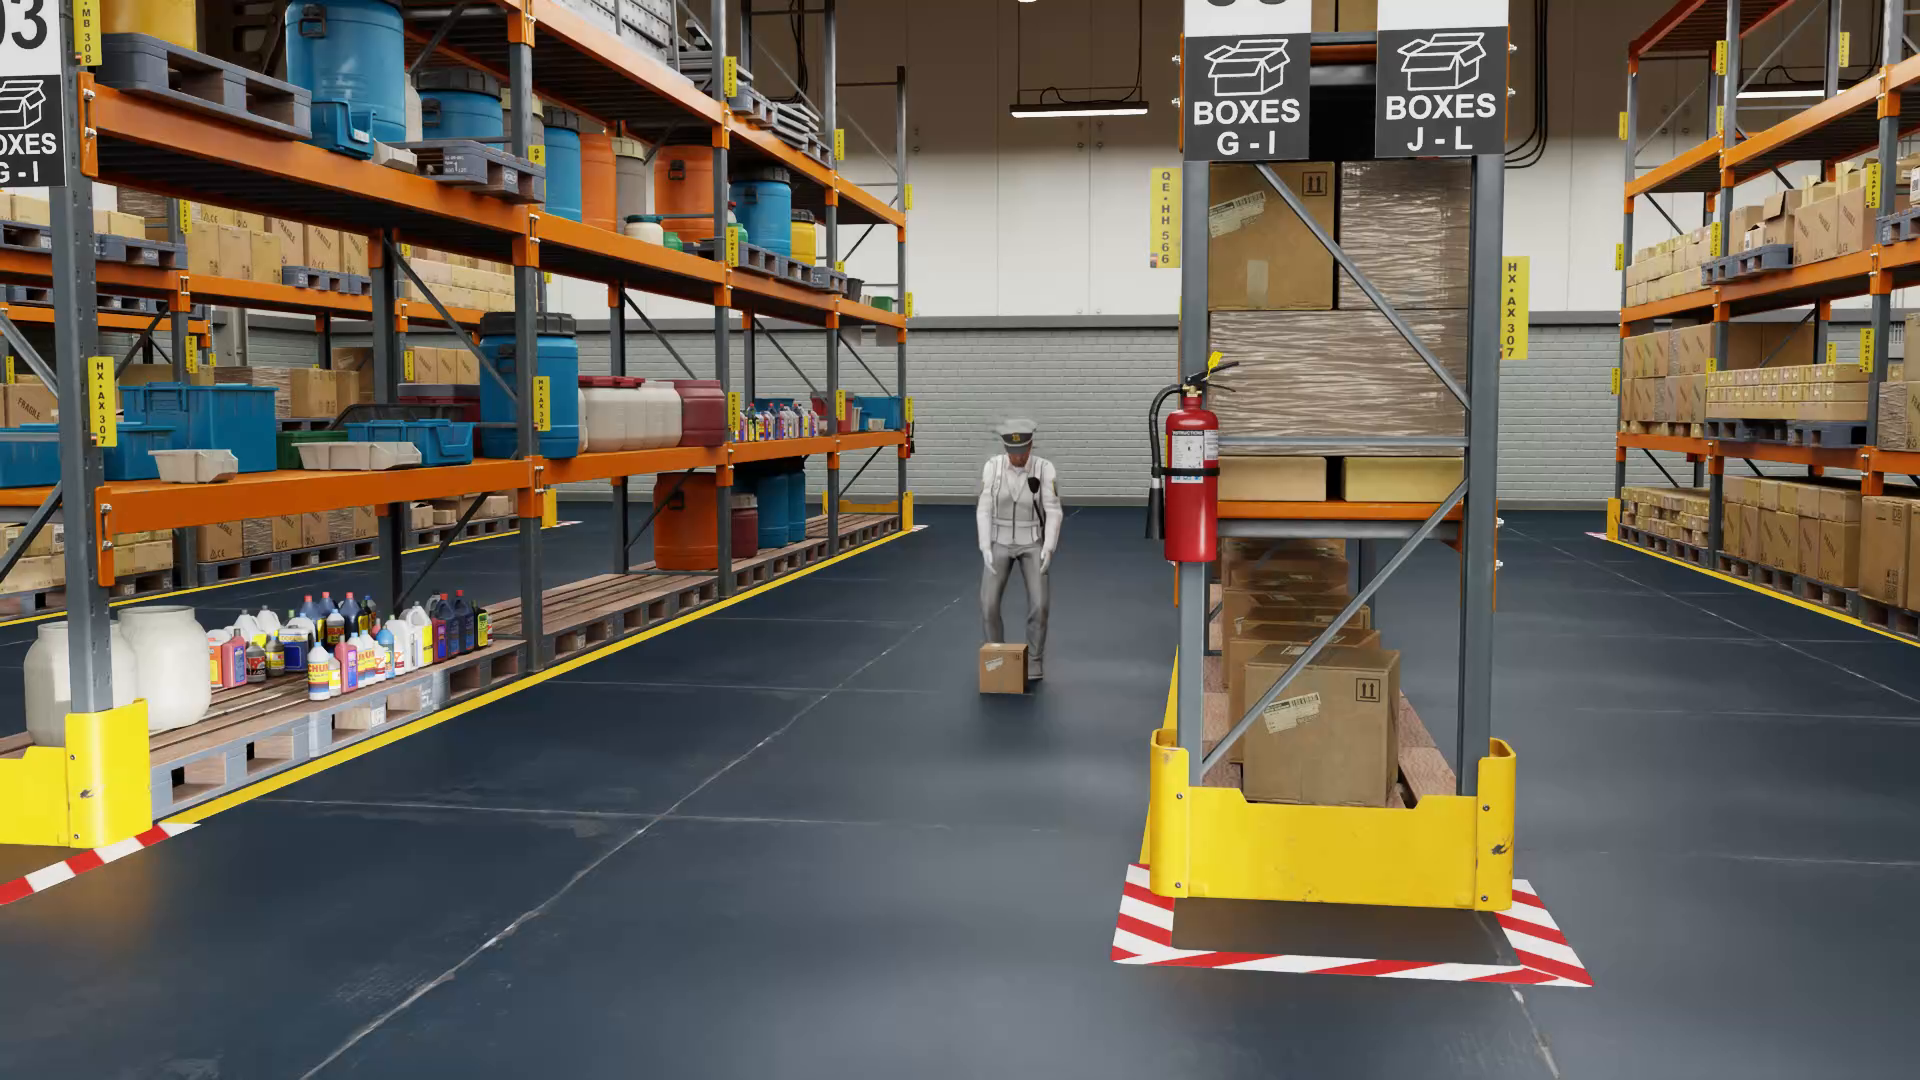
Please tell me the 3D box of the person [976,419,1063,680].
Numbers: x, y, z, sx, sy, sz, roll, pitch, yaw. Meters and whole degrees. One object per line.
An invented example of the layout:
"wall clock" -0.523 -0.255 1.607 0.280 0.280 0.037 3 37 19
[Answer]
"person" 0.355 0.058 9.917 0.520 1.560 0.548 1 5 10
